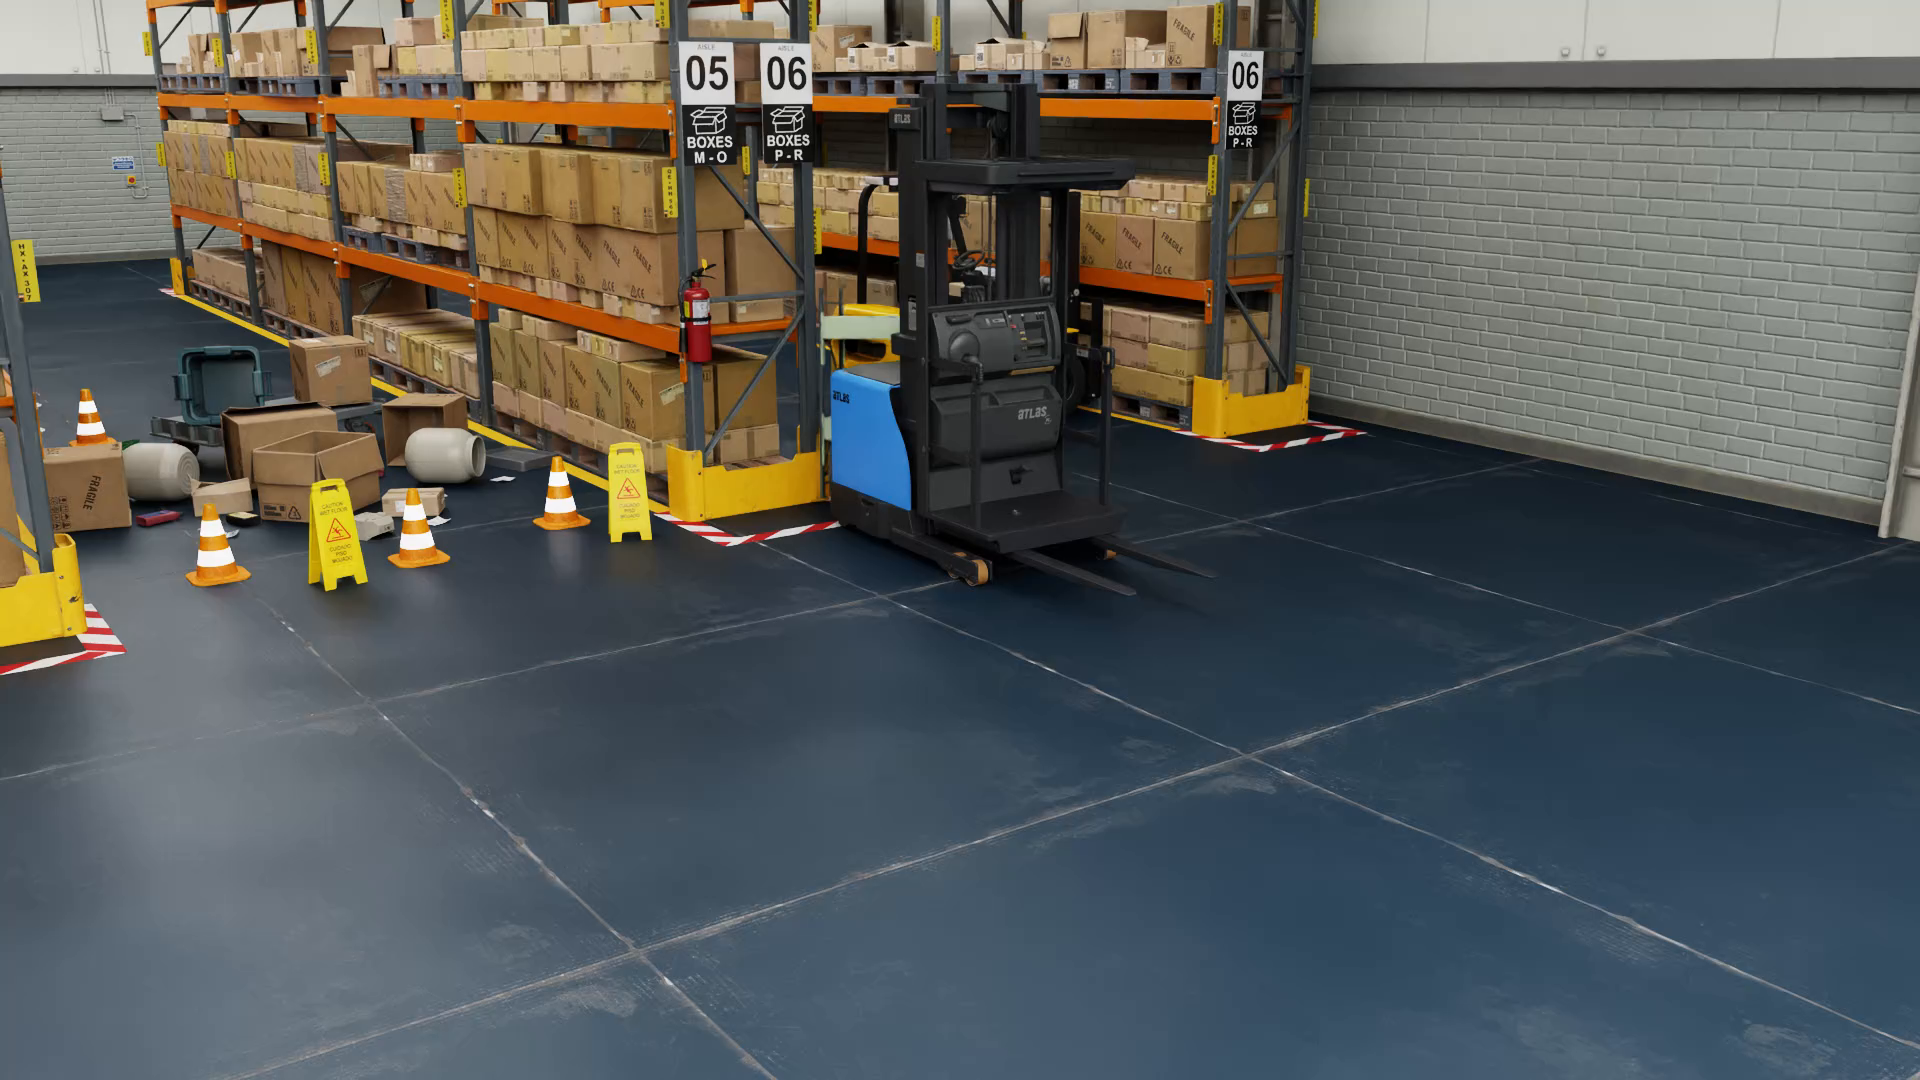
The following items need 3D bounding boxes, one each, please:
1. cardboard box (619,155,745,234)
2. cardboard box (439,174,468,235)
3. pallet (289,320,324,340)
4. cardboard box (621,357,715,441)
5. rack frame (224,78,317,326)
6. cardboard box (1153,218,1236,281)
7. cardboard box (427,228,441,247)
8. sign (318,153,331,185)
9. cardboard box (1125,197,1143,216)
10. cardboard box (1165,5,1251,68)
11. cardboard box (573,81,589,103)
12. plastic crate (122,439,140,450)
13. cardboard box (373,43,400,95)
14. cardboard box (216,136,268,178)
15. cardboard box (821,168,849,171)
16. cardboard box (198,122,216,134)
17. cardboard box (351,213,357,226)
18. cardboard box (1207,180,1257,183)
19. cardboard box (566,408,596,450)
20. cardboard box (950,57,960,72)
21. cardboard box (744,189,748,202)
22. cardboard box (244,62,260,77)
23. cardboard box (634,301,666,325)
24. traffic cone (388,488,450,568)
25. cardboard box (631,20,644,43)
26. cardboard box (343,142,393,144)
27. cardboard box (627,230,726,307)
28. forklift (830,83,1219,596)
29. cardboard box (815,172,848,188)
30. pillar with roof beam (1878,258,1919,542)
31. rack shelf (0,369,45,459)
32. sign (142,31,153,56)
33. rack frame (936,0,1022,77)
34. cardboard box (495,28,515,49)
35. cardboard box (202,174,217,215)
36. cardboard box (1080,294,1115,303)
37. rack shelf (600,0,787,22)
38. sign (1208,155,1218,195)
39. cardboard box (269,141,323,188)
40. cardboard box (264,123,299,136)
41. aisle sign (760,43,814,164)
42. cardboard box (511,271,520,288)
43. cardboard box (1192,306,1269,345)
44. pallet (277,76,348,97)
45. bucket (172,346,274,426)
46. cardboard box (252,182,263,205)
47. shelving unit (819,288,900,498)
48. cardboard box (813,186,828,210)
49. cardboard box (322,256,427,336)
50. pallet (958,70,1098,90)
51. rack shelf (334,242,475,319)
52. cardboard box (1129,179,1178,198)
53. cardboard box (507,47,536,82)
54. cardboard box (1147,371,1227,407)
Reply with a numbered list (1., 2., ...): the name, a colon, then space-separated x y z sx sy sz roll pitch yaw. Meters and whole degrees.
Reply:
1. cardboard box: -1.937 -2.424 11.603 0.700 0.500 0.500 -11 19 -36
2. cardboard box: -4.269 -2.986 14.756 0.500 0.500 0.500 -11 19 -36
3. pallet: -7.279 -2.478 19.731 1.003 0.211 1.213 -11 19 -35
4. cardboard box: -2.142 -1.043 12.198 0.500 0.500 0.500 -11 19 -34
5. rack frame: -8.515 -4.237 20.875 1.000 3.000 0.127 -11 19 -35
6. cardboard box: 2.051 -2.558 14.552 0.500 0.500 0.500 -11 19 -36
7. cardboard box: -4.659 -2.786 15.253 0.380 0.149 0.250 -11 19 -35
8. sign: -6.611 -3.855 17.284 0.100 0.325 0.005 -11 19 -35
9. cardboard box: 1.709 -3.007 14.963 0.380 0.149 0.250 -11 19 -35
10. cardboard box: 2.096 -4.248 14.060 0.500 0.500 0.500 -10 18 -33
11. cardboard box: -2.626 -3.311 12.284 0.380 0.149 0.250 -11 19 -36
12. plastic crate: -6.594 -0.577 12.718 0.450 0.188 0.662 -11 16 -3
13. cardboard box: -5.244 -4.558 16.171 0.797 0.503 0.637 -11 19 -35
14. cardboard box: -9.016 -4.825 20.941 0.500 0.500 0.500 -11 19 -35
15. cardboard box: -1.449 -4.374 19.957 0.380 0.149 0.250 -11 19 -35
16. cardboard box: -9.811 -5.430 21.920 0.380 0.149 0.250 -11 19 -35
17. cardboard box: -6.123 -3.366 17.373 0.380 0.149 0.250 -12 19 -38
18. cardboard box: 2.423 -3.122 14.819 0.380 0.149 0.250 -10 18 -33
19. cardboard box: -2.763 -0.905 13.112 0.500 0.250 0.500 -12 19 -37
20. cardboard box: -0.139 -5.088 17.793 0.380 0.149 0.250 -11 19 -35
21. cardboard box: -2.847 -4.316 20.845 0.380 0.149 0.250 -10 18 -34
22. cardboard box: -8.055 -5.449 19.269 0.380 0.166 0.250 -12 20 -38
23. cardboard box: -2.091 -1.637 11.851 0.380 0.149 0.250 -11 19 -35
24. traffic cone: -3.454 -0.098 10.557 0.336 0.463 0.334 -11 19 -35
25. cardboard box: -2.018 -3.472 11.364 0.380 0.149 0.250 -10 18 -34
26. cardboard box: -6.555 -4.161 18.514 0.500 0.500 0.500 -11 19 -34
27. cardboard box: -2.002 -1.939 11.727 0.500 0.500 0.500 -11 19 -36
28. forklift: 0.353 -1.276 10.187 1.130 2.935 3.031 -10 18 -33
29. cardboard box: -1.434 -4.128 19.056 0.380 0.149 0.250 -10 18 -33
30. pillar with roof beam: 2.918 -3.679 7.470 9.100 9.000 0.400 -11 19 -35
31. rack shelf: -6.580 -0.965 10.282 1.077 0.370 4.000 -11 19 -35
32. sign: -11.320 -6.913 23.164 0.100 0.325 0.005 -11 19 -35
33. rack frame: 0.201 -6.194 16.659 1.000 3.000 0.127 -11 19 -35
34. cardboard box: -3.433 -3.952 13.117 0.380 0.149 0.250 -11 19 -35
35. cardboard box: -9.609 -4.559 21.861 0.500 0.500 0.500 -11 19 -35
36. cardboard box: 1.129 -2.178 15.871 0.500 0.250 0.500 -11 19 -36
37. rack shelf: -3.327 -6.935 21.488 1.077 0.370 4.000 -11 19 -35
38. sign: 2.106 -3.037 13.850 0.100 0.325 0.005 -11 19 -35
39. cardboard box: -7.566 -4.308 19.050 0.500 0.500 0.500 -11 19 -35
40. cardboard box: -8.655 -5.240 21.228 0.380 0.149 0.250 -11 19 -34
41. aisle sign: -1.173 -2.963 11.297 0.394 0.787 0.004 -11 19 -35
42. cardboard box: -3.514 -2.193 13.881 0.380 0.149 0.250 -11 19 -35
43. cardboard box: 2.424 -1.936 14.988 0.500 0.250 0.500 -11 19 -35
44. pallet: -6.585 -4.868 17.855 1.213 0.211 1.003 -10 18 -32
45. bucket: -5.811 -1.222 13.180 0.726 0.611 0.620 -4 6 -15
46. cardboard box: -8.155 -4.161 19.935 0.500 0.250 0.500 -11 18 -34
47. shelving unit: -0.584 -1.053 11.963 0.755 1.500 0.431 3 8 19
48. cardboard box: -1.501 -3.969 19.231 0.500 0.250 0.500 -11 19 -36
49. cardboard box: -6.502 -2.721 18.565 0.875 0.875 0.875 -11 19 -35
50. pallet: 0.724 -4.526 16.416 1.003 0.211 1.213 -11 19 -35
51. rack shelf: -4.988 -2.609 16.289 1.077 0.370 4.000 -11 19 -35
52. cardboard box: 1.740 -3.158 14.952 0.380 0.149 0.250 -11 19 -34
53. cardboard box: -3.180 -3.693 12.924 0.500 0.250 0.500 -11 19 -34
54. cardboard box: 2.021 -1.374 14.825 0.500 0.250 0.500 -11 19 -34
